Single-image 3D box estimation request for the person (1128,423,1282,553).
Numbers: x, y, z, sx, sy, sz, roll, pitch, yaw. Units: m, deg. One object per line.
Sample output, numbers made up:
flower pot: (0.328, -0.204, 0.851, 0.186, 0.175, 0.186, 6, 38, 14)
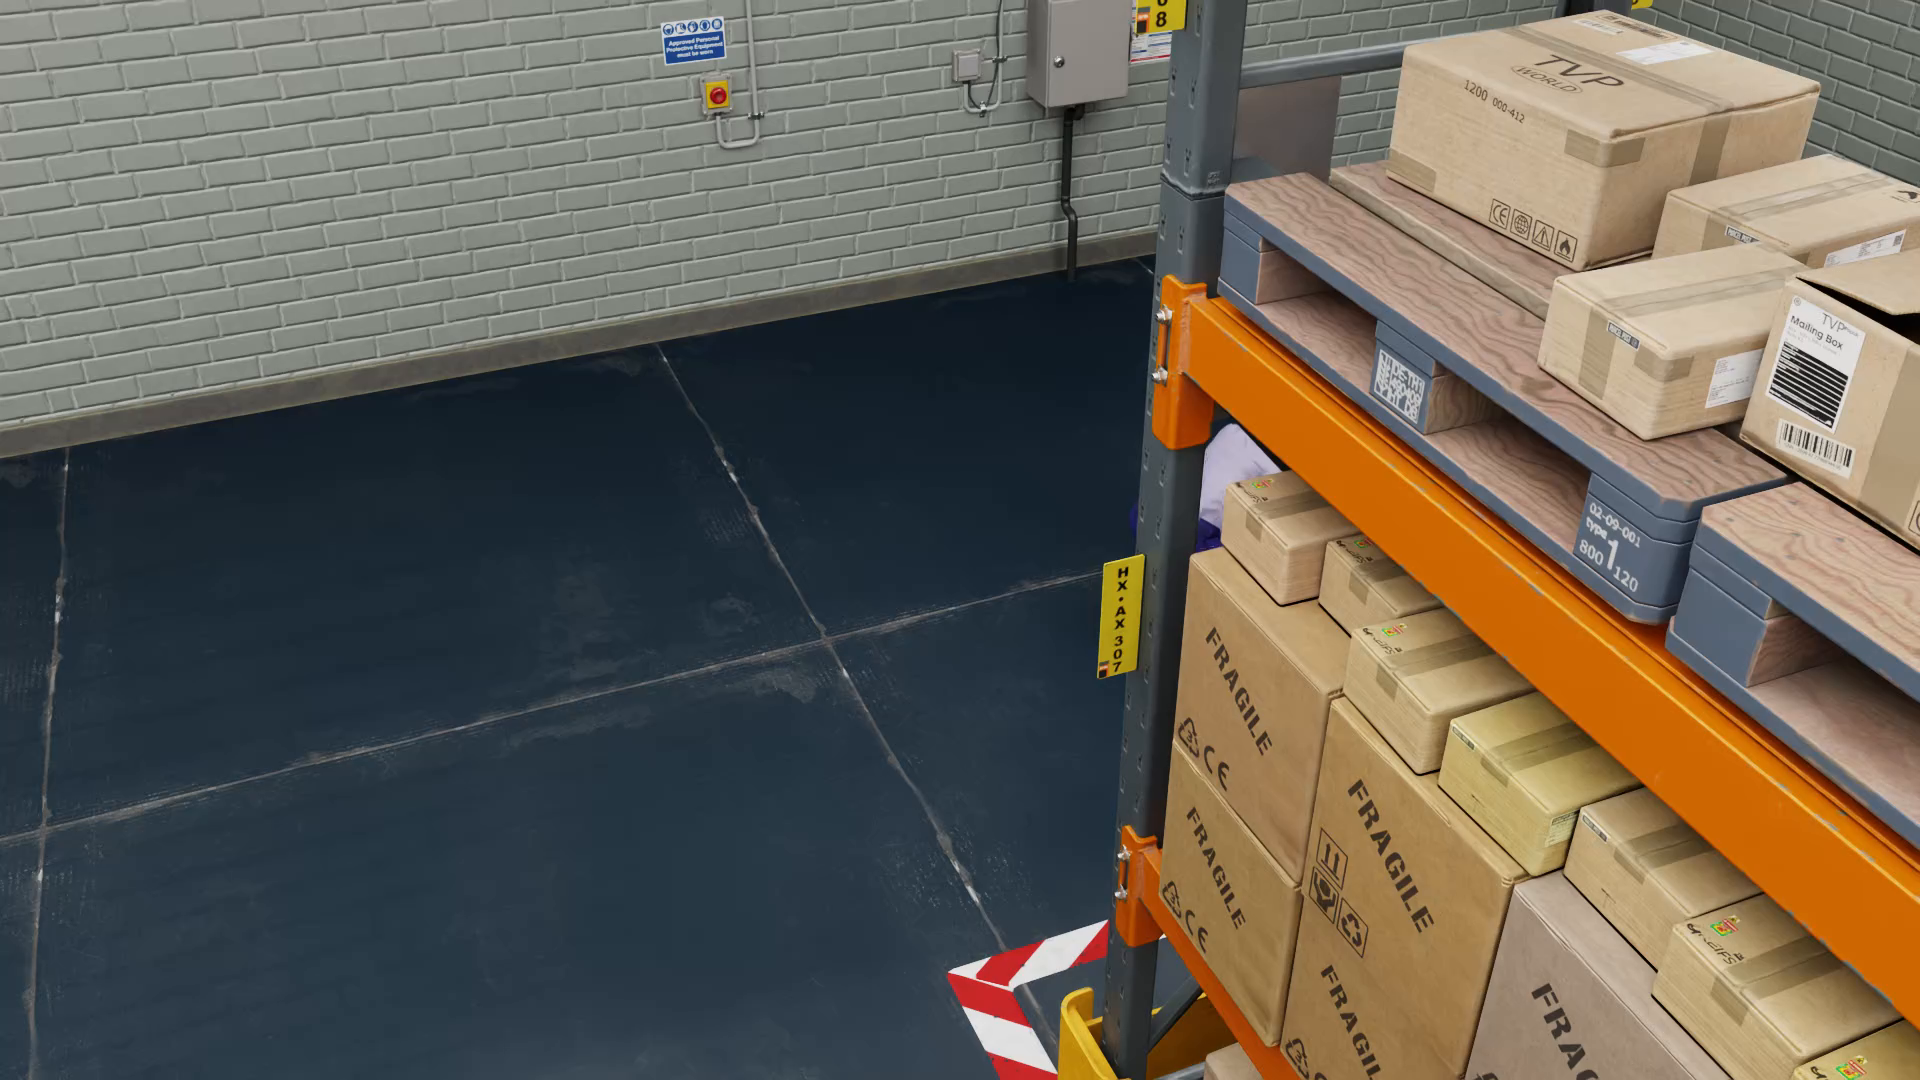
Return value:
person: (1.117, -0.071, 6.922, 0.860, 0.927, 0.511, -14, 36, -20)
